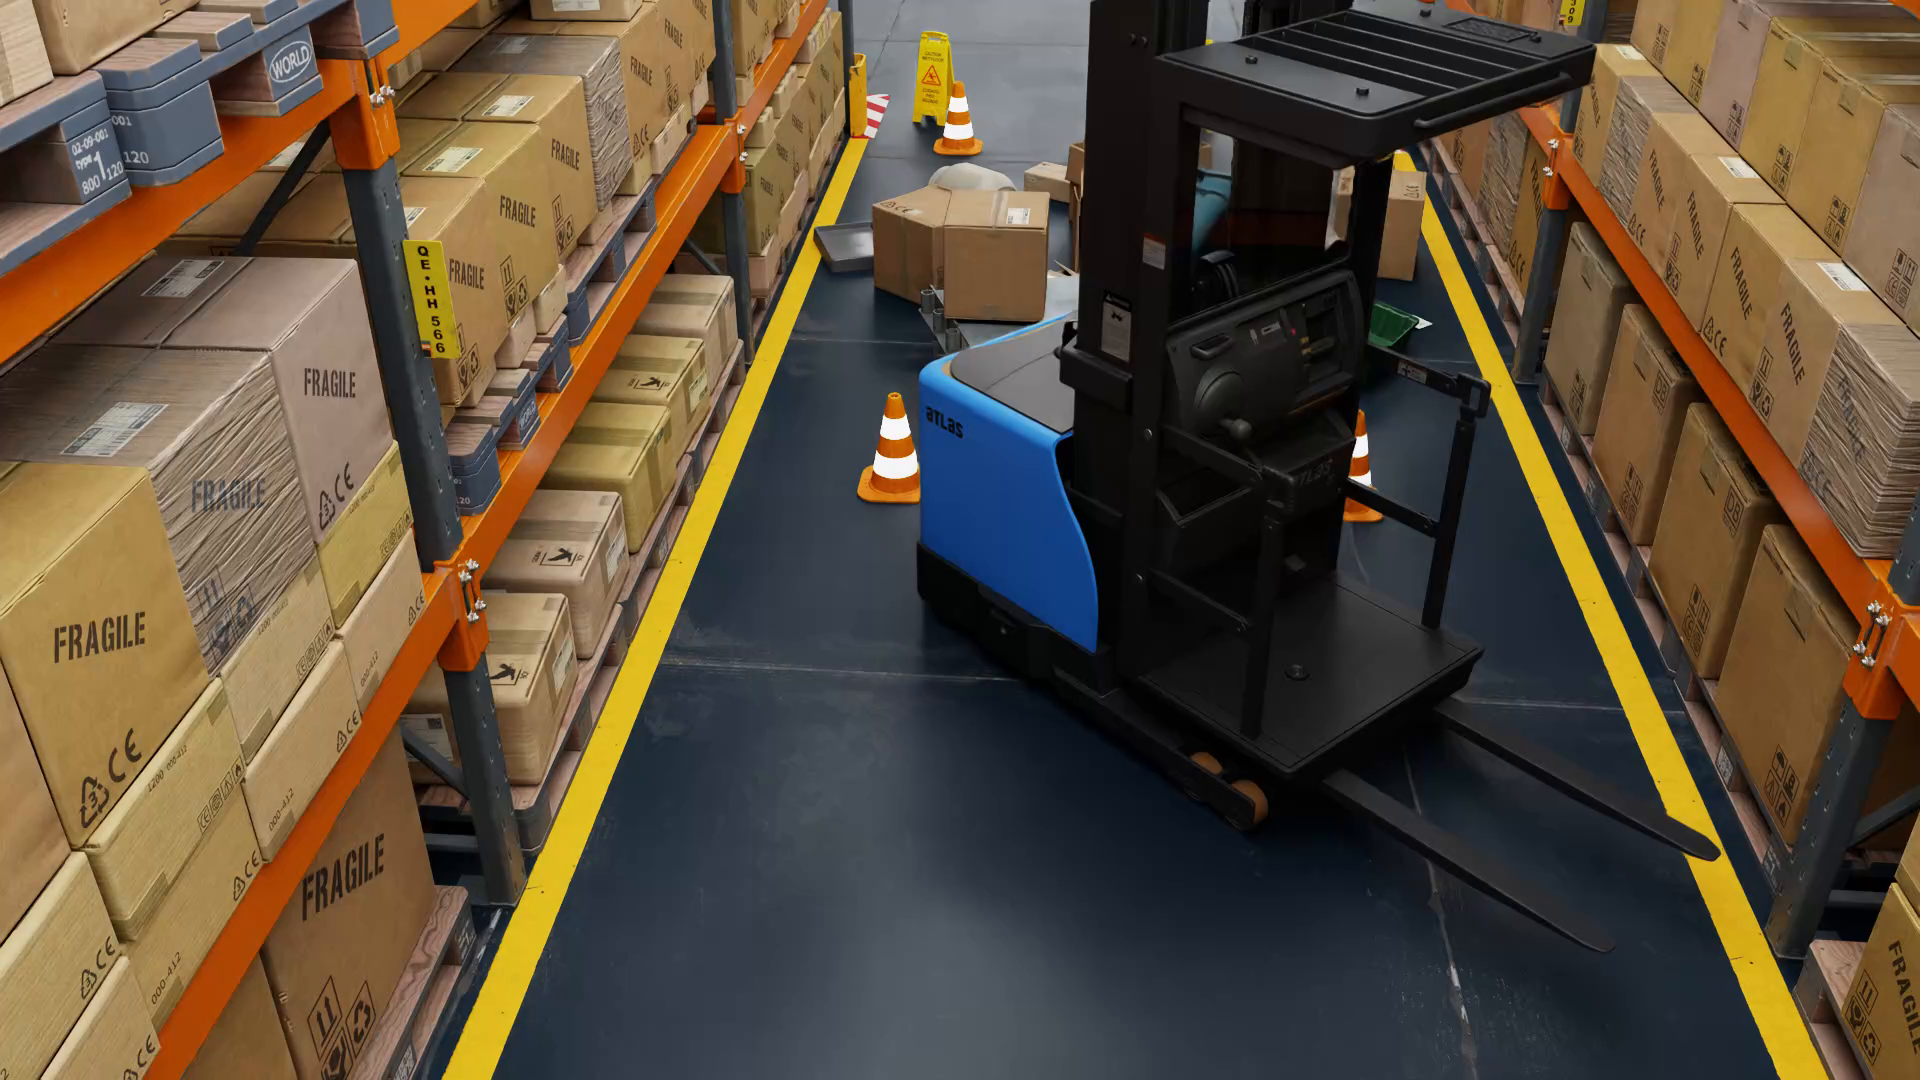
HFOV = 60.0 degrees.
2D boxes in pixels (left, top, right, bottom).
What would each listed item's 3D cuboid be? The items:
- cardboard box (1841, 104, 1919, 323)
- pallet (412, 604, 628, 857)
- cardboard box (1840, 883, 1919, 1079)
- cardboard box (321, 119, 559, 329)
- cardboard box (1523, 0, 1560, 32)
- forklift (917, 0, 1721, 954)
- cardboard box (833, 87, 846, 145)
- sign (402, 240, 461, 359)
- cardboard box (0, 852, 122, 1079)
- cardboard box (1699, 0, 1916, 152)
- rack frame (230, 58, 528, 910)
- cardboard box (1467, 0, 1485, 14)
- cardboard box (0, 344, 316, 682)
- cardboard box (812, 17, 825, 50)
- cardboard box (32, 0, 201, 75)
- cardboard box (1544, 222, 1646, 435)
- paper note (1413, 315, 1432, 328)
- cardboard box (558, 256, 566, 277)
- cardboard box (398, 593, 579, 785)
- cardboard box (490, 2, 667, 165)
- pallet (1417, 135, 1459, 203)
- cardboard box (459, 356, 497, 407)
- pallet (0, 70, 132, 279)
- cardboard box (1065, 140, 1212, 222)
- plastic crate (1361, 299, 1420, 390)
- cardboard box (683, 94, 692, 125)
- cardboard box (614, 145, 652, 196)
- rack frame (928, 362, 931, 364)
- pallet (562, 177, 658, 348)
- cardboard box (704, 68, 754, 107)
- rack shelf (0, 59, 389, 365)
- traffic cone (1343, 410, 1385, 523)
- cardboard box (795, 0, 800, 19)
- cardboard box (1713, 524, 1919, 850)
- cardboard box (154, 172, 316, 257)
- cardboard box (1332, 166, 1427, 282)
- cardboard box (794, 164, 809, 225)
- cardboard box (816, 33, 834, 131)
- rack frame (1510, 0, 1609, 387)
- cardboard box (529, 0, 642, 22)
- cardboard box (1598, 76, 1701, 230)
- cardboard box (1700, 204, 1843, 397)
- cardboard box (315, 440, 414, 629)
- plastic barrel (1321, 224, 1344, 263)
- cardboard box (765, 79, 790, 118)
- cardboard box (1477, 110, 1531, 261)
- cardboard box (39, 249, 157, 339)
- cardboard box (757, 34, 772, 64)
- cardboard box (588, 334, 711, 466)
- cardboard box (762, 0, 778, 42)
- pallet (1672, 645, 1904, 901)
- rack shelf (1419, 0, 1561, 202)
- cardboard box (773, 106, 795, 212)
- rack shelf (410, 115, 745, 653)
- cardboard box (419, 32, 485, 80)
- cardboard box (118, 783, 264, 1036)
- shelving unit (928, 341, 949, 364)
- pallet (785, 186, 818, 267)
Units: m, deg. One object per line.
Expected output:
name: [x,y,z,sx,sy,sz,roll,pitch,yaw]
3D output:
cardboard box: [3.113,-0.956,4.893,0.700,0.500,0.500,2,32,3]
pallet: [-1.850,0.631,6.024,1.003,0.211,1.213,2,32,4]
cardboard box: [2.715,1.256,4.335,0.500,0.500,0.500,1,32,2]
cardboard box: [-1.612,-0.993,5.224,0.500,0.500,0.500,4,32,7]
cardboard box: [3.393,-2.626,8.509,0.875,0.550,0.550,2,32,4]
forklift: [1.163,-0.566,5.375,1.130,2.935,3.031,-24,39,-33]
cardboard box: [-1.063,-2.892,11.304,0.500,0.250,0.500,2,32,4]
sign: [-1.361,-0.618,4.290,0.100,0.325,0.005,2,32,4]
cardboard box: [-1.802,0.776,2.798,0.500,0.250,0.500,2,32,2]
cardboard box: [3.237,-1.755,6.191,0.700,0.500,0.500,3,32,4]
rack frame: [-1.915,-0.147,4.630,1.000,3.000,0.127,2,32,4]
cardboard box: [3.500,-3.464,9.868,0.875,0.550,0.550,2,32,4]
cardboard box: [-1.730,-0.065,3.448,0.500,0.500,0.500,3,32,5]
cardboard box: [-1.055,-3.178,10.435,0.380,0.149,0.250,3,32,5]
cardboard box: [-1.806,-1.120,2.853,0.700,0.500,0.500,1,32,2]
cardboard box: [3.392,-0.973,7.713,1.050,0.750,0.750,2,32,4]
paper note: [2.505,-1.207,9.178,0.147,0.020,0.142,-20,37,-29]
cardboard box: [-1.593,-0.941,5.757,0.380,0.149,0.250,4,32,7]
cardboard box: [-1.859,0.498,5.688,0.950,0.372,0.625,0,32,1]
cardboard box: [-1.485,-1.806,6.543,0.500,0.500,0.500,4,32,6]
pallet: [3.691,-2.563,11.208,1.003,0.211,1.213,2,32,4]
cardboard box: [-1.647,-0.527,5.086,0.380,0.149,0.250,1,32,1]
pallet: [-2.002,-0.420,2.393,1.003,0.211,1.213,4,32,6]
cardboard box: [1.117,-2.241,10.407,0.797,0.503,0.637,-20,37,-29]
plastic crate: [2.061,-1.054,8.727,0.450,0.188,0.662,29,41,23]
cardboard box: [-1.395,-1.893,7.301,0.380,0.149,0.250,2,32,3]
cardboard box: [-1.453,-1.497,6.659,0.380,0.149,0.250,2,32,4]
rack frame: [-0.009,-0.326,6.921,0.240,0.900,0.006,2,32,4]
pallet: [-1.794,-1.102,6.362,1.003,0.211,1.213,2,32,4]
cardboard box: [-1.244,-2.283,8.335,0.380,0.149,0.250,2,32,4]
rack shelf: [-2.078,-0.072,2.334,1.077,0.370,4.000,2,32,4]
traffic cone: [1.739,-0.363,7.399,0.336,0.463,0.334,2,32,4]
cardboard box: [-1.138,-3.084,9.635,0.380,0.149,0.250,2,32,4]
cardboard box: [3.166,0.476,5.363,1.050,0.750,0.750,2,32,3]
cardboard box: [-2.155,-0.745,4.820,0.500,0.500,0.500,2,32,3]
cardboard box: [2.456,-1.873,9.810,0.500,0.500,0.500,8,32,12]
cardboard box: [-1.199,-2.101,10.021,0.500,0.250,0.500,2,32,3]
cardboard box: [-1.108,-2.955,10.691,0.500,0.500,0.500,4,32,6]
rack frame: [3.353,-2.080,7.766,1.000,3.000,0.127,2,32,4]
cardboard box: [-1.444,-2.107,6.412,0.380,0.149,0.250,1,32,2]
cardboard box: [3.001,-1.595,6.884,0.500,0.500,0.500,3,32,4]
cardboard box: [2.879,-0.800,5.594,0.500,0.500,0.500,2,32,3]
cardboard box: [-1.701,-0.032,4.109,0.500,0.250,0.500,2,32,4]
plastic barrel: [1.916,-1.642,9.511,0.512,0.421,0.421,27,41,37]
cardboard box: [-1.162,-2.471,9.288,0.380,0.149,0.250,4,32,6]
cardboard box: [3.543,-2.152,9.507,0.875,0.875,0.875,3,32,4]
cardboard box: [-2.199,-0.368,3.940,0.500,0.500,0.500,1,32,2]
cardboard box: [-1.229,-2.685,8.987,0.380,0.149,0.250,3,32,5]
cardboard box: [-1.684,-0.648,7.547,0.950,0.372,0.625,4,32,7]
cardboard box: [-1.258,-2.890,8.701,0.500,0.500,0.500,2,32,4]
pallet: [3.166,0.790,5.768,1.003,0.211,1.213,2,32,4]
rack shelf: [3.516,-2.820,9.652,1.077,0.370,4.000,2,32,4]
cardboard box: [-1.240,-2.144,9.375,0.500,0.500,0.500,4,32,6]
rack shelf: [-1.752,-0.887,6.515,1.077,0.370,4.000,2,32,4]
cardboard box: [-2.038,-1.565,6.151,0.500,0.500,0.500,1,32,2]
cardboard box: [-1.780,0.723,3.361,0.500,0.250,0.500,2,32,3]
shelving unit: [-0.001,-0.379,7.007,0.258,0.900,0.210,2,32,4]
pallet: [-1.473,-2.044,10.365,1.003,0.211,1.213,2,32,4]
